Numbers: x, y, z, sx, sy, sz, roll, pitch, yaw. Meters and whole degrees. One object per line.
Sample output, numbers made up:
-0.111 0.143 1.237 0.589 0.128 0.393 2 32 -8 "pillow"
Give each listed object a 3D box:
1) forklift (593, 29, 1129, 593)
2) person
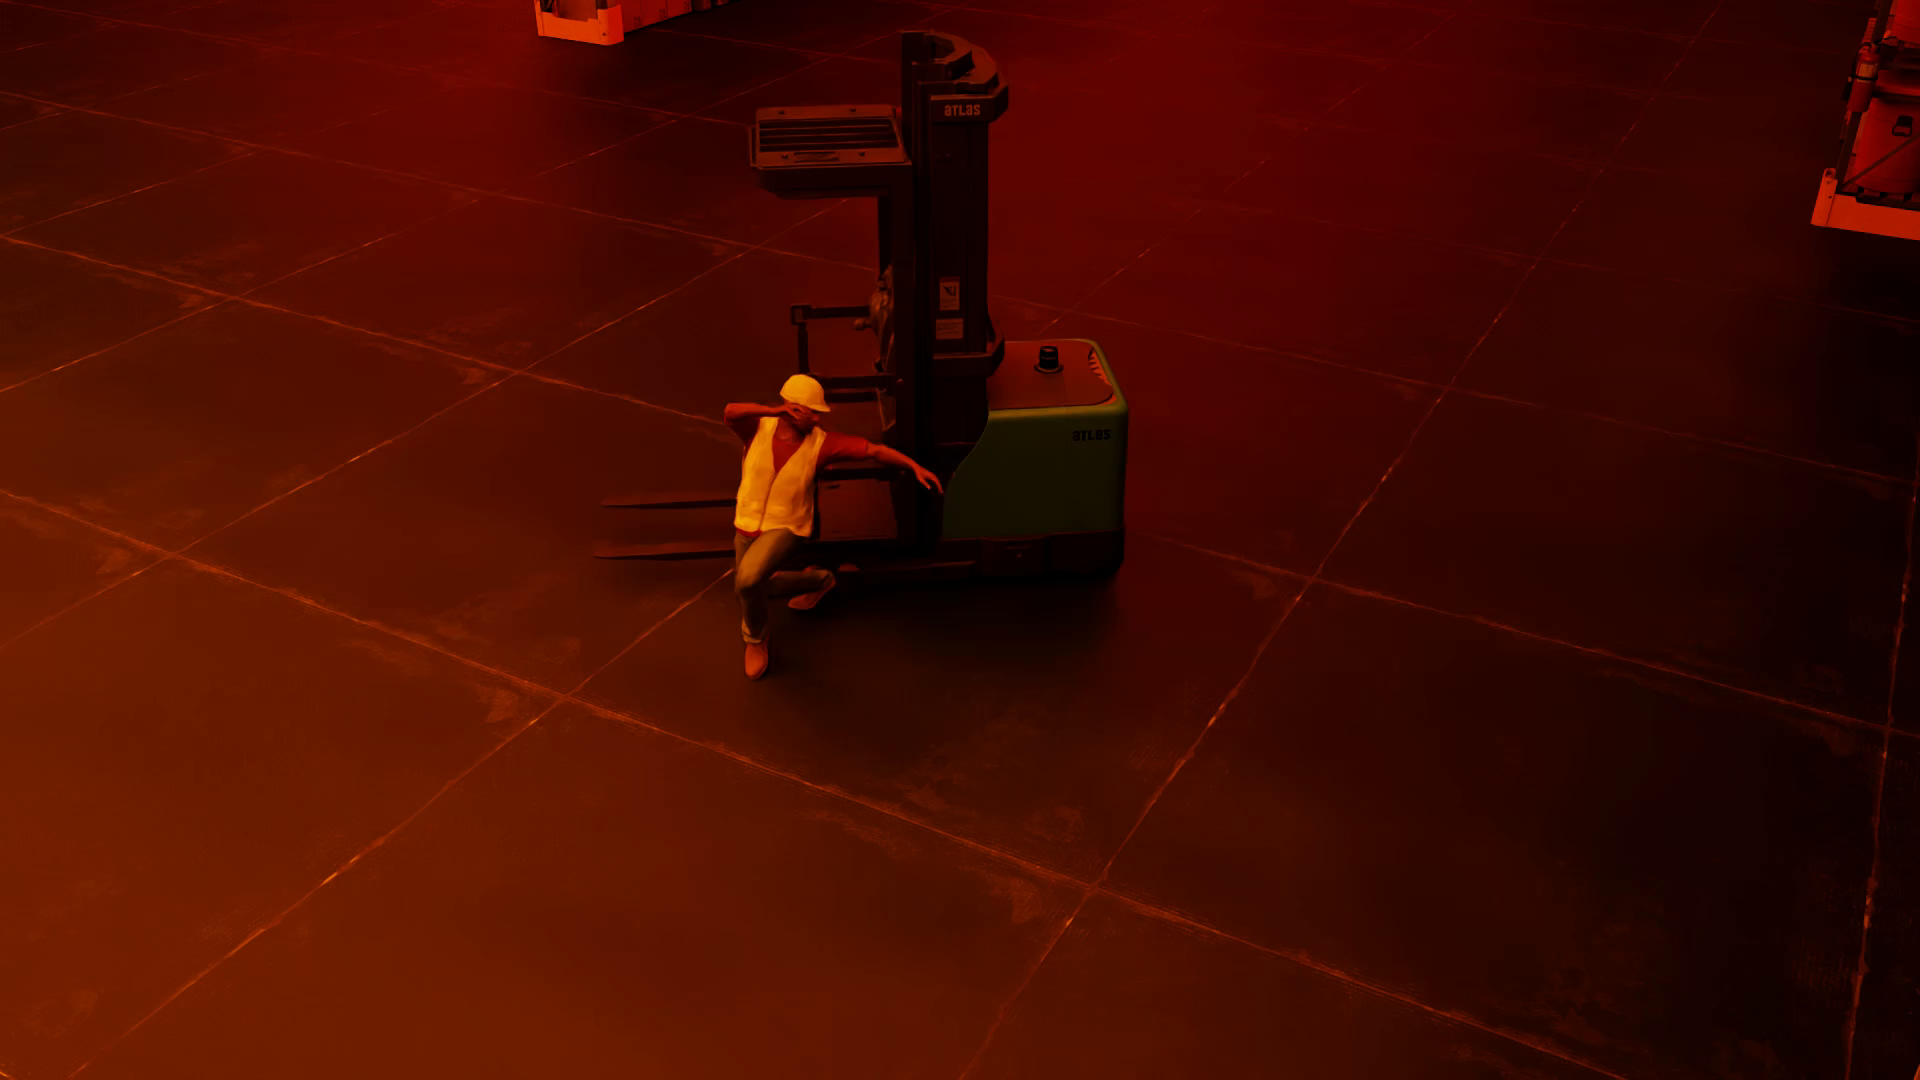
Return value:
-0.606 -1.234 9.208 3.031 2.935 1.130 -3 30 -6 "forklift"
-0.718 -0.056 8.641 1.059 1.472 0.915 12 32 20 "person"
